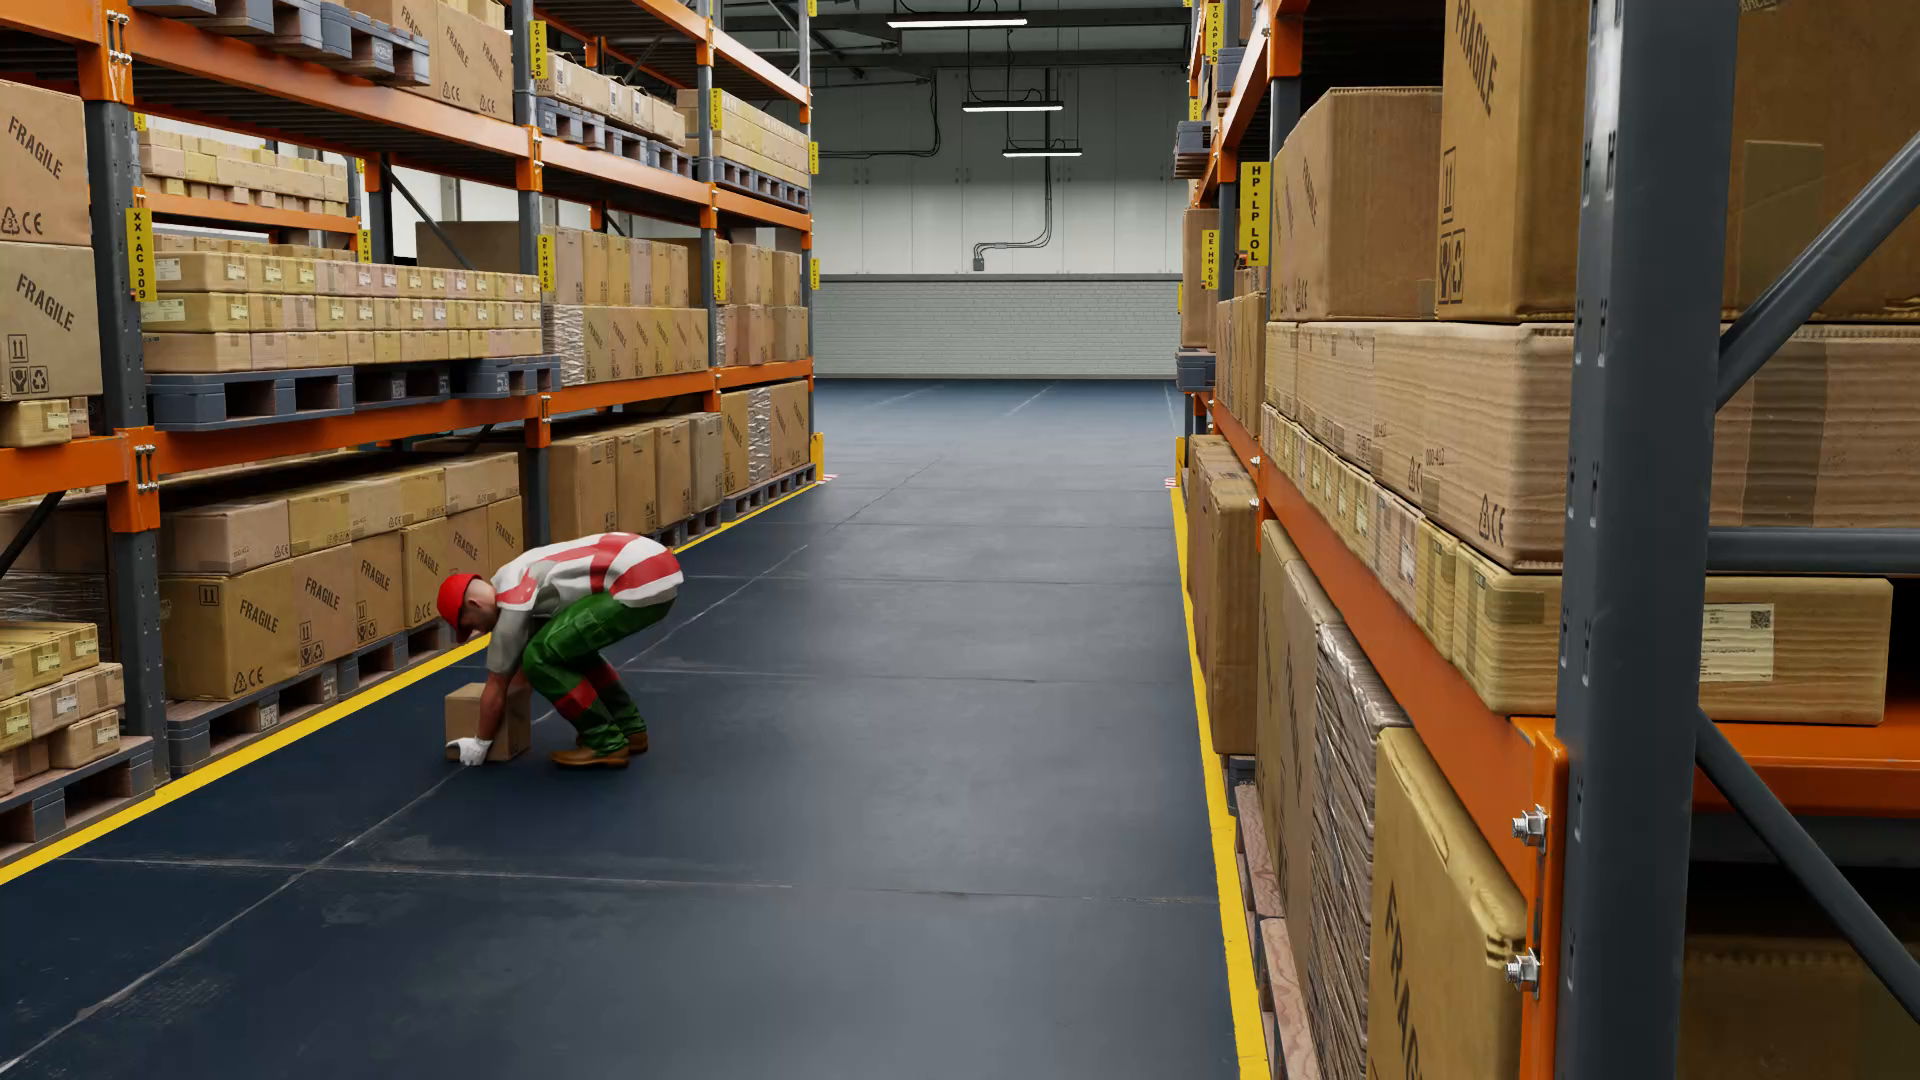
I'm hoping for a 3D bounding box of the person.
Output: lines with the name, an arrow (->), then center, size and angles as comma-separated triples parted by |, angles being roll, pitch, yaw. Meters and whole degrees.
person -> -1.564, 0.425, 6.491 | 0.959, 0.905, 0.536 | 1, 8, 4
